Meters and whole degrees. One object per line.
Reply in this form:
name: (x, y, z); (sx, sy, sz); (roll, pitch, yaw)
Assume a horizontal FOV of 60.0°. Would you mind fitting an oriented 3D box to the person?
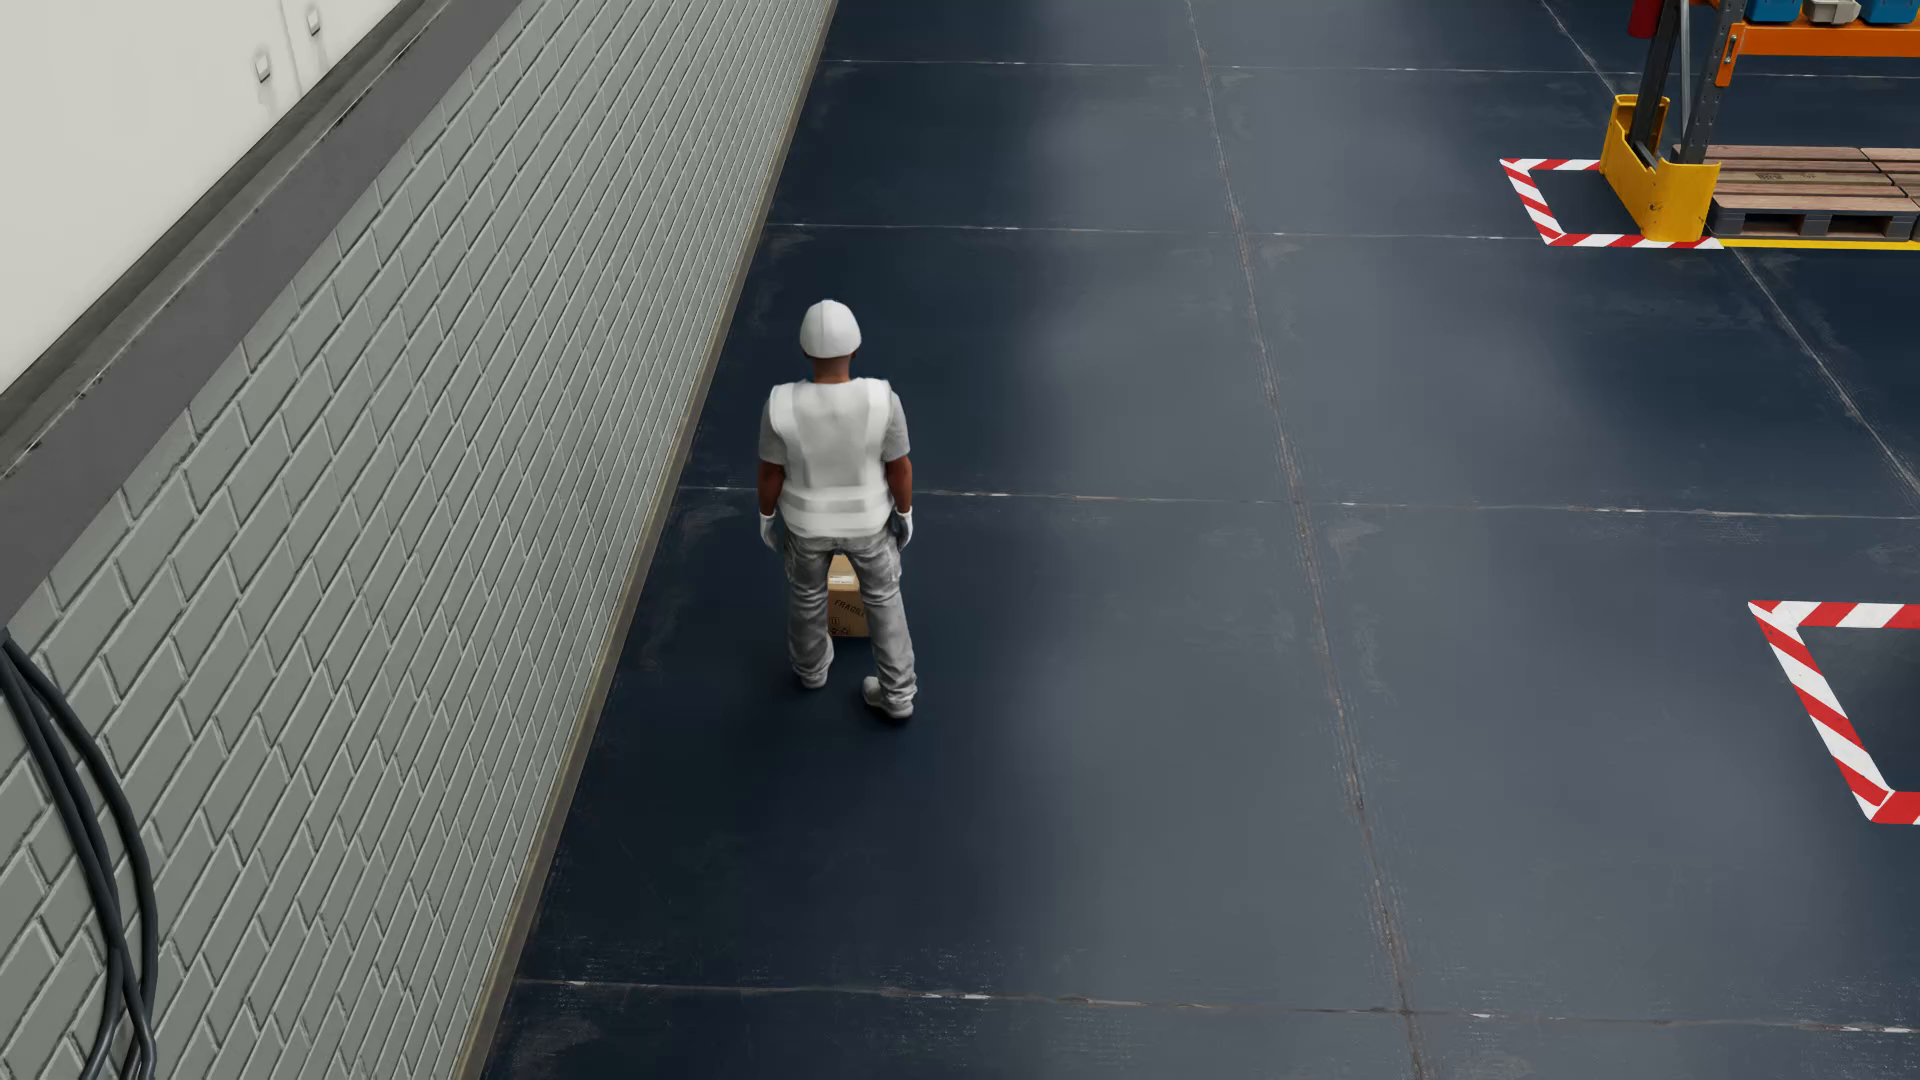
person: (-0.469, -0.130, 6.305); (0.576, 1.788, 0.562); (-2, 35, -3)
